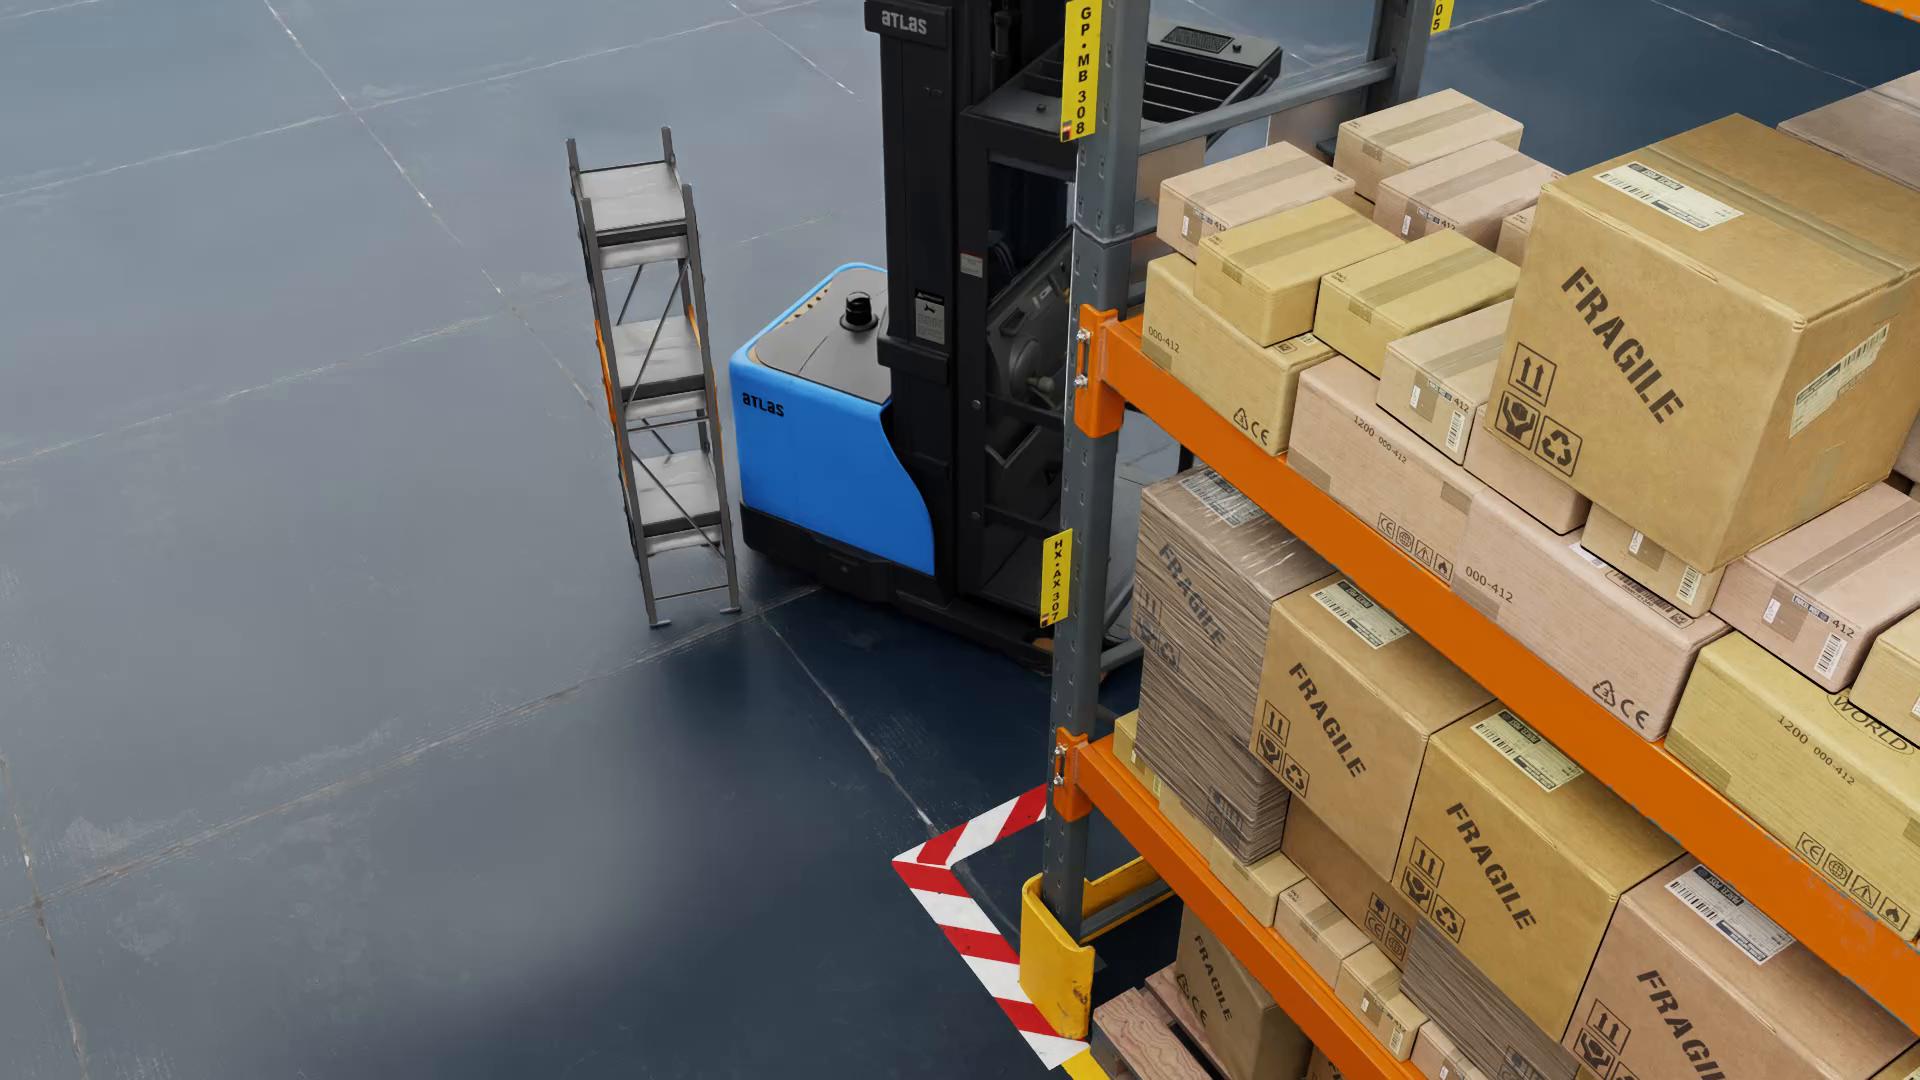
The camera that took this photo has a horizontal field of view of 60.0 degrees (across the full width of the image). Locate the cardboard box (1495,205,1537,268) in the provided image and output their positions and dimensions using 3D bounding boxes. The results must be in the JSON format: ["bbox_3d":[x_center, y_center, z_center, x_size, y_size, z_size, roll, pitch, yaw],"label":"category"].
[{"bbox_3d":[1.422,-0.660,3.722,0.380,0.149,0.250,-24,46,-26],"label":"cardboard box"}]

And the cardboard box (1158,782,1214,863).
[{"bbox_3d":[0.800,0.729,4.789,0.380,0.149,0.250,-22,45,-24],"label":"cardboard box"}]

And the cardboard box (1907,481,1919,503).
[{"bbox_3d":[1.943,-0.082,3.028,0.380,0.149,0.250,-25,46,-26],"label":"cardboard box"}]

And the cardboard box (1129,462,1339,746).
[{"bbox_3d":[0.795,0.109,4.246,0.500,0.500,0.500,-22,45,-24],"label":"cardboard box"}]

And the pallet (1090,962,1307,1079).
[{"bbox_3d":[1.177,1.818,5.464,1.003,0.211,1.213,-22,45,-24],"label":"pallet"}]

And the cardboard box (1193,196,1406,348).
[{"bbox_3d":[0.740,-0.592,3.640,0.380,0.149,0.250,-21,44,-23],"label":"cardboard box"}]

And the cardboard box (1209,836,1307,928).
[{"bbox_3d":[0.922,0.869,4.621,0.380,0.149,0.250,-22,45,-24],"label":"cardboard box"}]

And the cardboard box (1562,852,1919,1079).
[{"bbox_3d":[1.602,0.918,3.274,0.500,0.500,0.500,-22,45,-24],"label":"cardboard box"}]

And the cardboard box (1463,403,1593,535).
[{"bbox_3d":[1.194,-0.194,3.163,0.380,0.149,0.250,-22,45,-25],"label":"cardboard box"}]

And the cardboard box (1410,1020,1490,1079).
[{"bbox_3d":[1.359,1.259,4.152,0.380,0.149,0.250,-22,45,-24],"label":"cardboard box"}]

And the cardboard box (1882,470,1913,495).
[{"bbox_3d":[1.835,-0.246,3.225,0.380,0.149,0.250,-24,46,-26],"label":"cardboard box"}]

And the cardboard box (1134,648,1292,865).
[{"bbox_3d":[1.002,0.408,4.667,0.875,0.500,0.500,-22,45,-24],"label":"cardboard box"}]

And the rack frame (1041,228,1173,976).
[{"bbox_3d":[0.729,0.255,5.162,1.000,3.000,0.127,-22,45,-24],"label":"rack frame"}]

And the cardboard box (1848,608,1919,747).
[{"bbox_3d":[1.678,0.204,2.685,0.380,0.149,0.250,-24,45,-26],"label":"cardboard box"}]

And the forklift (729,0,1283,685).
[{"bbox_3d":[0.533,-0.874,6.570,3.031,2.935,1.130,20,44,22],"label":"forklift"}]

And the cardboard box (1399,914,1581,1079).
[{"bbox_3d":[1.604,0.922,4.051,0.875,0.500,0.500,-22,45,-24],"label":"cardboard box"}]

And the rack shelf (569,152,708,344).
[{"bbox_3d":[-1.248,-1.139,6.465,0.431,0.518,0.480,-11,41,-13],"label":"rack shelf"}]

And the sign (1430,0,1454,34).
[{"bbox_3d":[1.208,-1.418,4.134,0.100,0.325,0.005,-22,45,-24],"label":"sign"}]

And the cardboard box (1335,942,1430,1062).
[{"bbox_3d":[1.202,1.134,4.303,0.380,0.149,0.250,-22,45,-24],"label":"cardboard box"}]

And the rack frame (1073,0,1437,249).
[{"bbox_3d":[0.729,-2.050,3.241,1.000,3.000,0.127,-22,45,-24],"label":"rack frame"}]

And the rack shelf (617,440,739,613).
[{"bbox_3d":[-1.248,-0.064,7.361,0.431,0.518,0.480,-11,41,-13],"label":"rack shelf"}]

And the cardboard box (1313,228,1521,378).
[{"bbox_3d":[0.980,-0.498,3.527,0.380,0.149,0.250,-23,45,-25],"label":"cardboard box"}]

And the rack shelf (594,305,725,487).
[{"bbox_3d":[-1.248,-0.601,6.913,0.431,0.518,0.480,-11,41,-13],"label":"rack shelf"}]

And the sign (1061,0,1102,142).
[{"bbox_3d":[0.272,-1.047,3.697,0.100,0.325,0.005,-22,45,-24],"label":"sign"}]

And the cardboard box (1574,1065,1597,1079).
[{"bbox_3d":[1.863,1.196,3.722,0.875,0.500,0.500,-22,45,-24],"label":"cardboard box"}]

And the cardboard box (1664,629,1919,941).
[{"bbox_3d":[1.600,0.333,2.842,0.500,0.250,0.500,-21,44,-23],"label":"cardboard box"}]

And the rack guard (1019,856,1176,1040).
[{"bbox_3d":[0.770,1.256,5.913,1.175,0.500,0.348,-22,45,-24],"label":"rack guard"}]

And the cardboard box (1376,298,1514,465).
[{"bbox_3d":[1.066,-0.326,3.322,0.380,0.149,0.250,-20,44,-23],"label":"cardboard box"}]

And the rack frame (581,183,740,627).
[{"bbox_3d":[-1.178,-0.462,6.725,0.400,2.100,0.015,-11,41,-13],"label":"rack frame"}]

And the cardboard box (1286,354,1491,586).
[{"bbox_3d":[1.053,-0.215,3.499,0.500,0.250,0.500,-23,45,-25],"label":"cardboard box"}]

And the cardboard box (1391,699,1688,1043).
[{"bbox_3d":[1.328,0.650,3.596,0.500,0.500,0.500,-22,45,-24],"label":"cardboard box"}]

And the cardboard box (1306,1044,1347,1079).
[{"bbox_3d":[1.401,1.707,5.043,0.500,0.500,0.500,-11,41,-13],"label":"cardboard box"}]

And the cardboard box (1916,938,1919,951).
[{"bbox_3d":[1.864,0.604,2.517,0.500,0.250,0.500,-23,45,-25],"label":"cardboard box"}]

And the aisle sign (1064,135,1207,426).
[{"bbox_3d":[0.443,-0.674,4.246,0.394,0.787,0.004,-22,45,-24],"label":"aisle sign"}]

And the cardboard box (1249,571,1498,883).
[{"bbox_3d":[1.058,0.381,3.919,0.500,0.500,0.500,-22,45,-24],"label":"cardboard box"}]

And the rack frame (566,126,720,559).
[{"bbox_3d":[-1.318,-0.761,7.084,0.400,2.100,0.015,-11,41,-13],"label":"rack frame"}]

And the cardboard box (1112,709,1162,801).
[{"bbox_3d":[0.682,0.587,4.959,0.380,0.149,0.250,-22,45,-24],"label":"cardboard box"}]

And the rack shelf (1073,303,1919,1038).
[{"bbox_3d":[1.805,0.458,3.136,1.077,0.370,4.000,-22,45,-24],"label":"rack shelf"}]

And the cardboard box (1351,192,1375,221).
[{"bbox_3d":[1.203,-0.667,4.042,0.500,0.250,0.500,-21,44,-23],"label":"cardboard box"}]

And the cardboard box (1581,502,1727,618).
[{"bbox_3d":[1.353,-0.051,2.991,0.380,0.149,0.250,-24,46,-26],"label":"cardboard box"}]

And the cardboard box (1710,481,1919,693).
[{"bbox_3d":[1.527,0.067,2.849,0.380,0.149,0.250,-23,45,-25],"label":"cardboard box"}]

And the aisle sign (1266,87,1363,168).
[{"bbox_3d":[0.949,-0.881,4.494,0.394,0.787,0.004,-22,45,-24],"label":"aisle sign"}]

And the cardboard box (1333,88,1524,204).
[{"bbox_3d":[1.142,-0.951,4.071,0.380,0.149,0.250,-22,45,-24],"label":"cardboard box"}]

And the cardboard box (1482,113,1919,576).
[{"bbox_3d":[1.300,-0.348,2.841,0.500,0.500,0.500,-22,45,-25],"label":"cardboard box"}]

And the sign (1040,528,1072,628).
[{"bbox_3d":[0.272,0.109,4.660,0.100,0.325,0.005,-22,45,-24],"label":"sign"}]

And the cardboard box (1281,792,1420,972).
[{"bbox_3d":[1.372,0.637,4.393,0.875,0.500,0.500,-22,45,-24],"label":"cardboard box"}]

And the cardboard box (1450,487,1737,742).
[{"bbox_3d":[1.316,0.054,3.177,0.500,0.250,0.500,-22,45,-25],"label":"cardboard box"}]

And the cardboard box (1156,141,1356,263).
[{"bbox_3d":[0.683,-0.765,3.848,0.380,0.149,0.250,-23,45,-25],"label":"cardboard box"}]

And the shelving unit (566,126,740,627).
[{"bbox_3d":[-1.248,-0.612,6.905,0.431,2.100,0.503,-11,41,-13],"label":"shelving unit"}]

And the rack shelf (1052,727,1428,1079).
[{"bbox_3d":[1.805,1.611,4.097,1.077,0.370,4.000,-22,45,-24],"label":"rack shelf"}]

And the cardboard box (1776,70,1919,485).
[{"bbox_3d":[1.776,-0.493,3.015,0.500,0.500,0.500,-22,45,-24],"label":"cardboard box"}]

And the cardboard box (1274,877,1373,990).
[{"bbox_3d":[1.074,0.997,4.468,0.380,0.149,0.250,-22,45,-24],"label":"cardboard box"}]

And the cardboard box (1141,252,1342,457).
[{"bbox_3d":[0.771,-0.491,3.831,0.500,0.250,0.500,-21,44,-23],"label":"cardboard box"}]

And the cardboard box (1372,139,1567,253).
[{"bbox_3d":[1.183,-0.770,3.854,0.380,0.149,0.250,-24,45,-26],"label":"cardboard box"}]

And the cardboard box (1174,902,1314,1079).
[{"bbox_3d":[1.051,1.396,5.416,0.500,0.500,0.500,-14,42,-17],"label":"cardboard box"}]
